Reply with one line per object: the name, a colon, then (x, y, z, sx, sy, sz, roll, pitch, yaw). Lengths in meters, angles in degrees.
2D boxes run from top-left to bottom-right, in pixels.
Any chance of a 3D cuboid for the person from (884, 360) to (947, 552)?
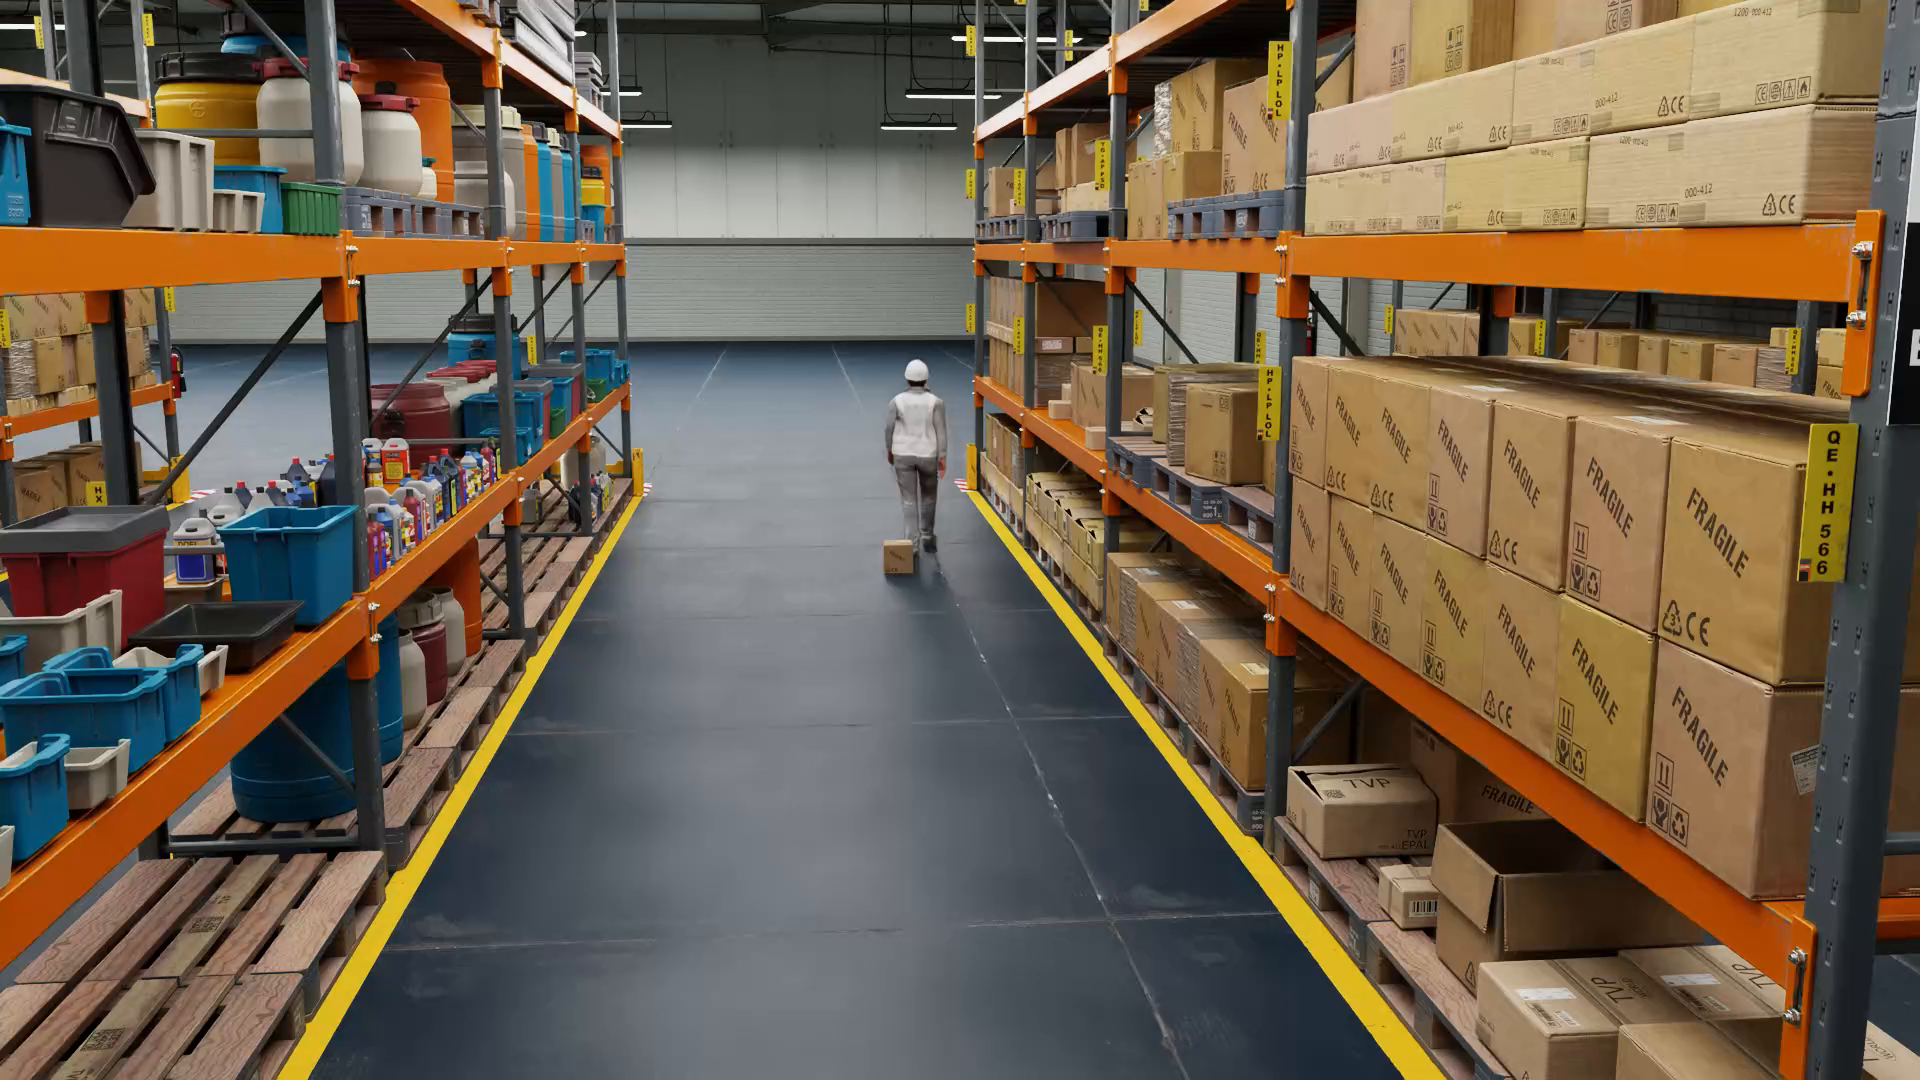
person: (-0.415, -0.800, 15.321, 0.565, 1.728, 0.955, -1, 10, -4)
